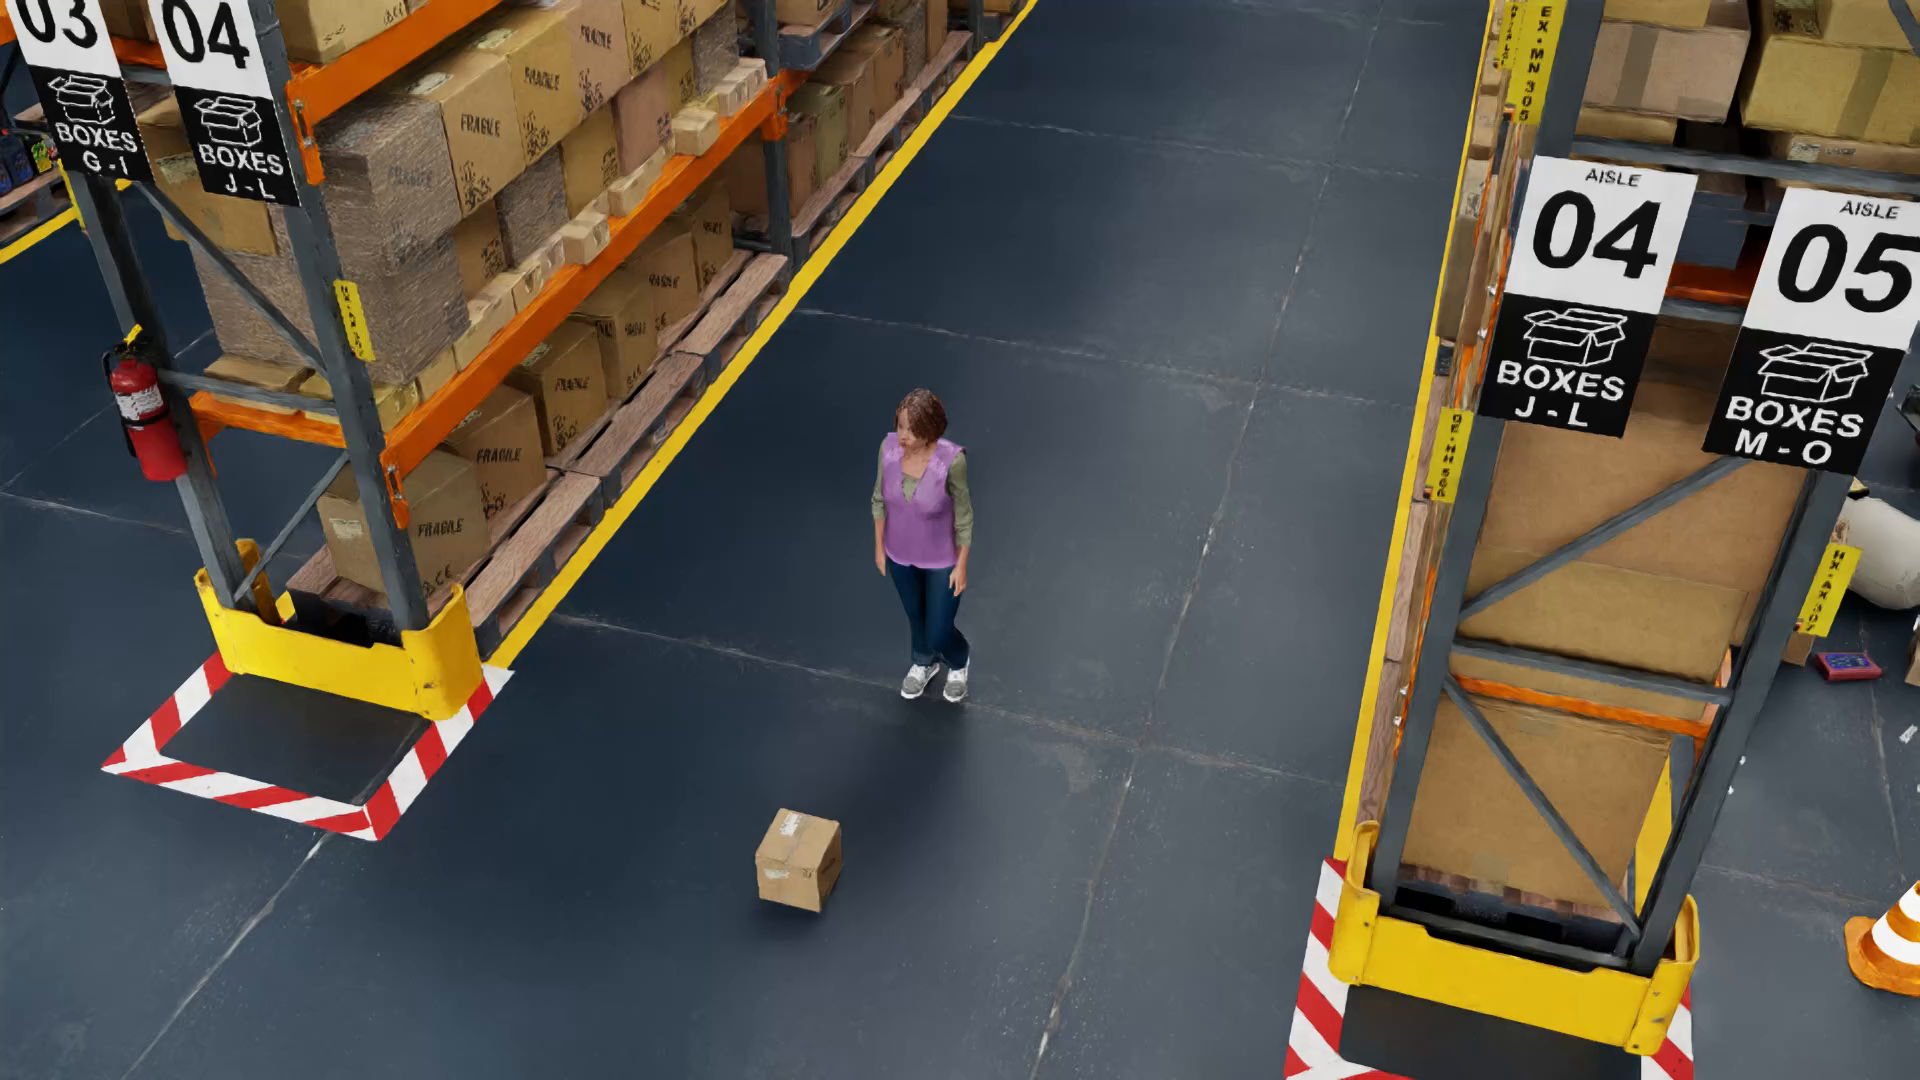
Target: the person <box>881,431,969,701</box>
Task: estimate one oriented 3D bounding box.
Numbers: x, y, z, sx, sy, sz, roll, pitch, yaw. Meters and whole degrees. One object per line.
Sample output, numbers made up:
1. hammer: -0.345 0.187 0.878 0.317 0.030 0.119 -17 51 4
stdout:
1. person: -0.136 0.131 6.884 0.351 1.370 0.370 15 40 18
